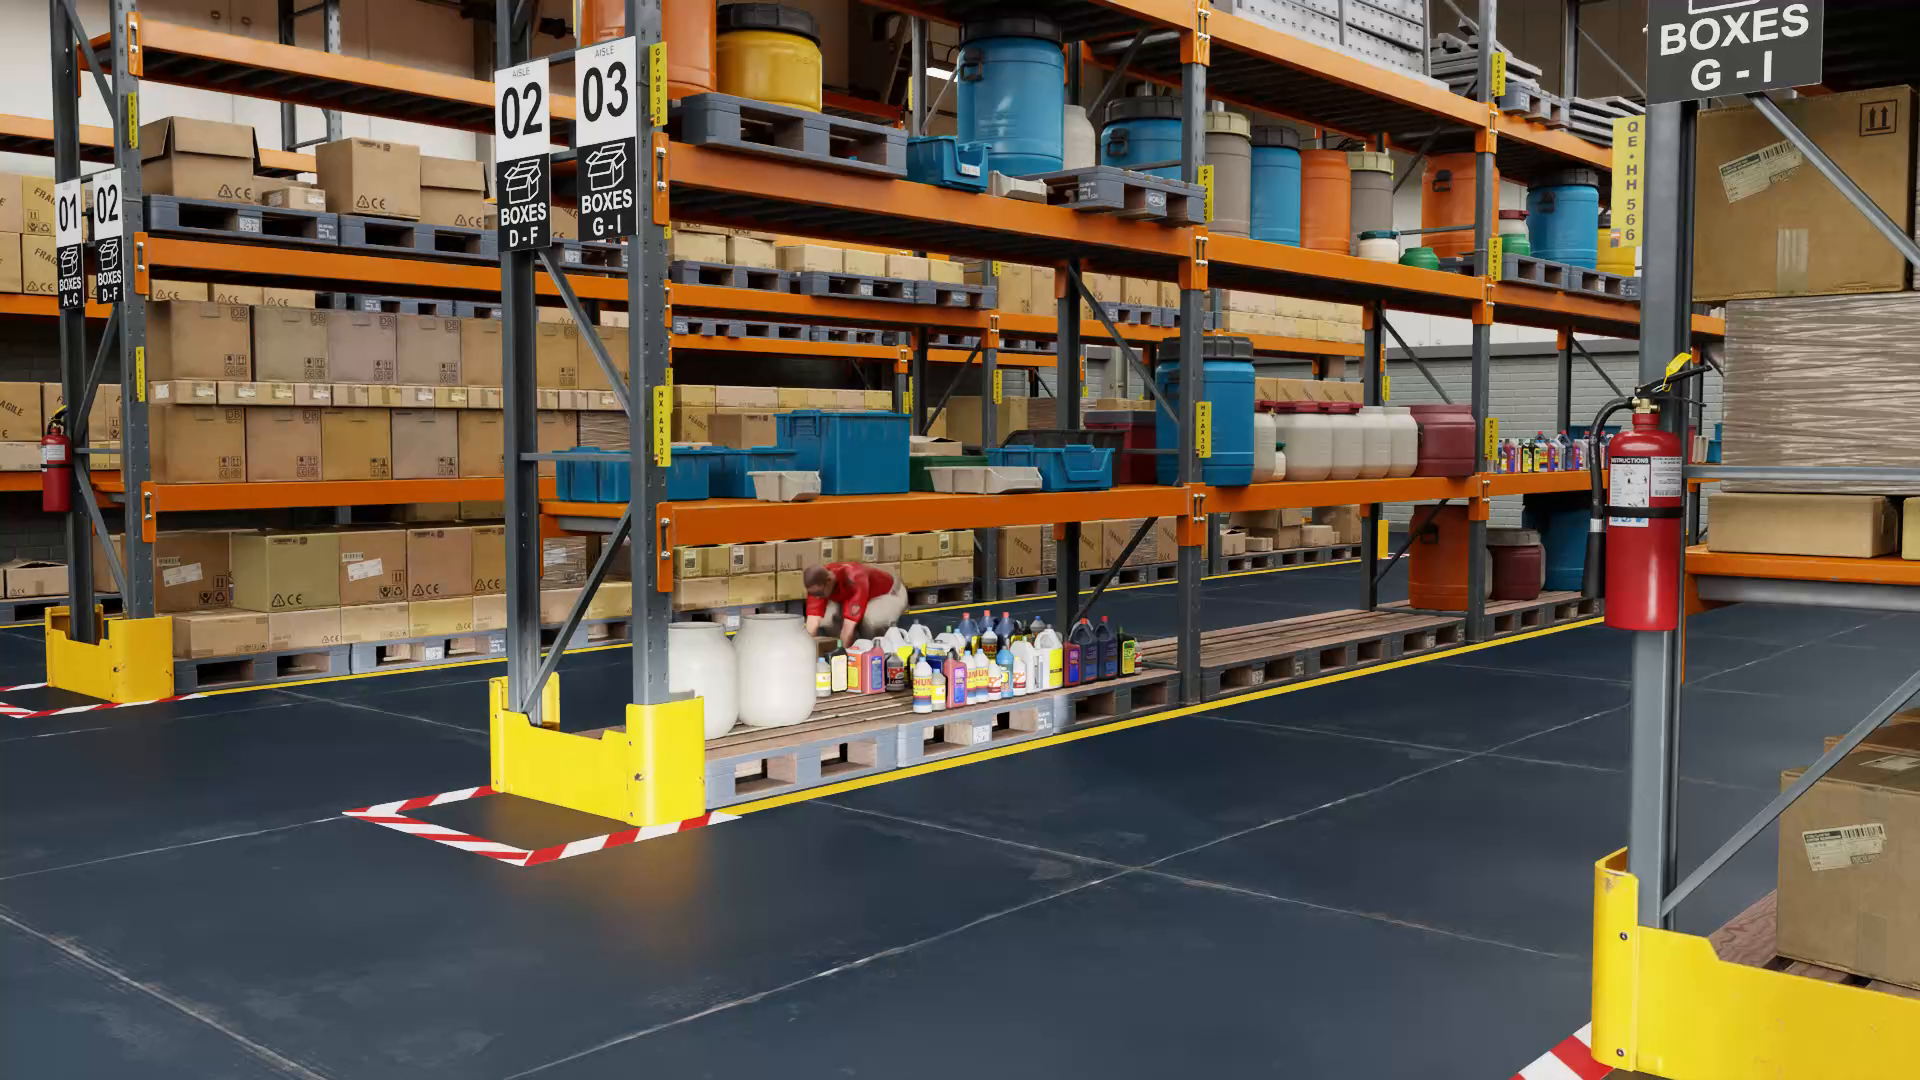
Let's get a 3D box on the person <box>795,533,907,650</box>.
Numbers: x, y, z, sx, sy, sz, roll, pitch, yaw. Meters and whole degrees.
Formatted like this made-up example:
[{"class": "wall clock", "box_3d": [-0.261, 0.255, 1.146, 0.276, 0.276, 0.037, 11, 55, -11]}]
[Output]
[{"class": "person", "box_3d": [-0.758, 0.395, 11.282, 0.512, 1.014, 0.961, 3, 4, 38]}]
